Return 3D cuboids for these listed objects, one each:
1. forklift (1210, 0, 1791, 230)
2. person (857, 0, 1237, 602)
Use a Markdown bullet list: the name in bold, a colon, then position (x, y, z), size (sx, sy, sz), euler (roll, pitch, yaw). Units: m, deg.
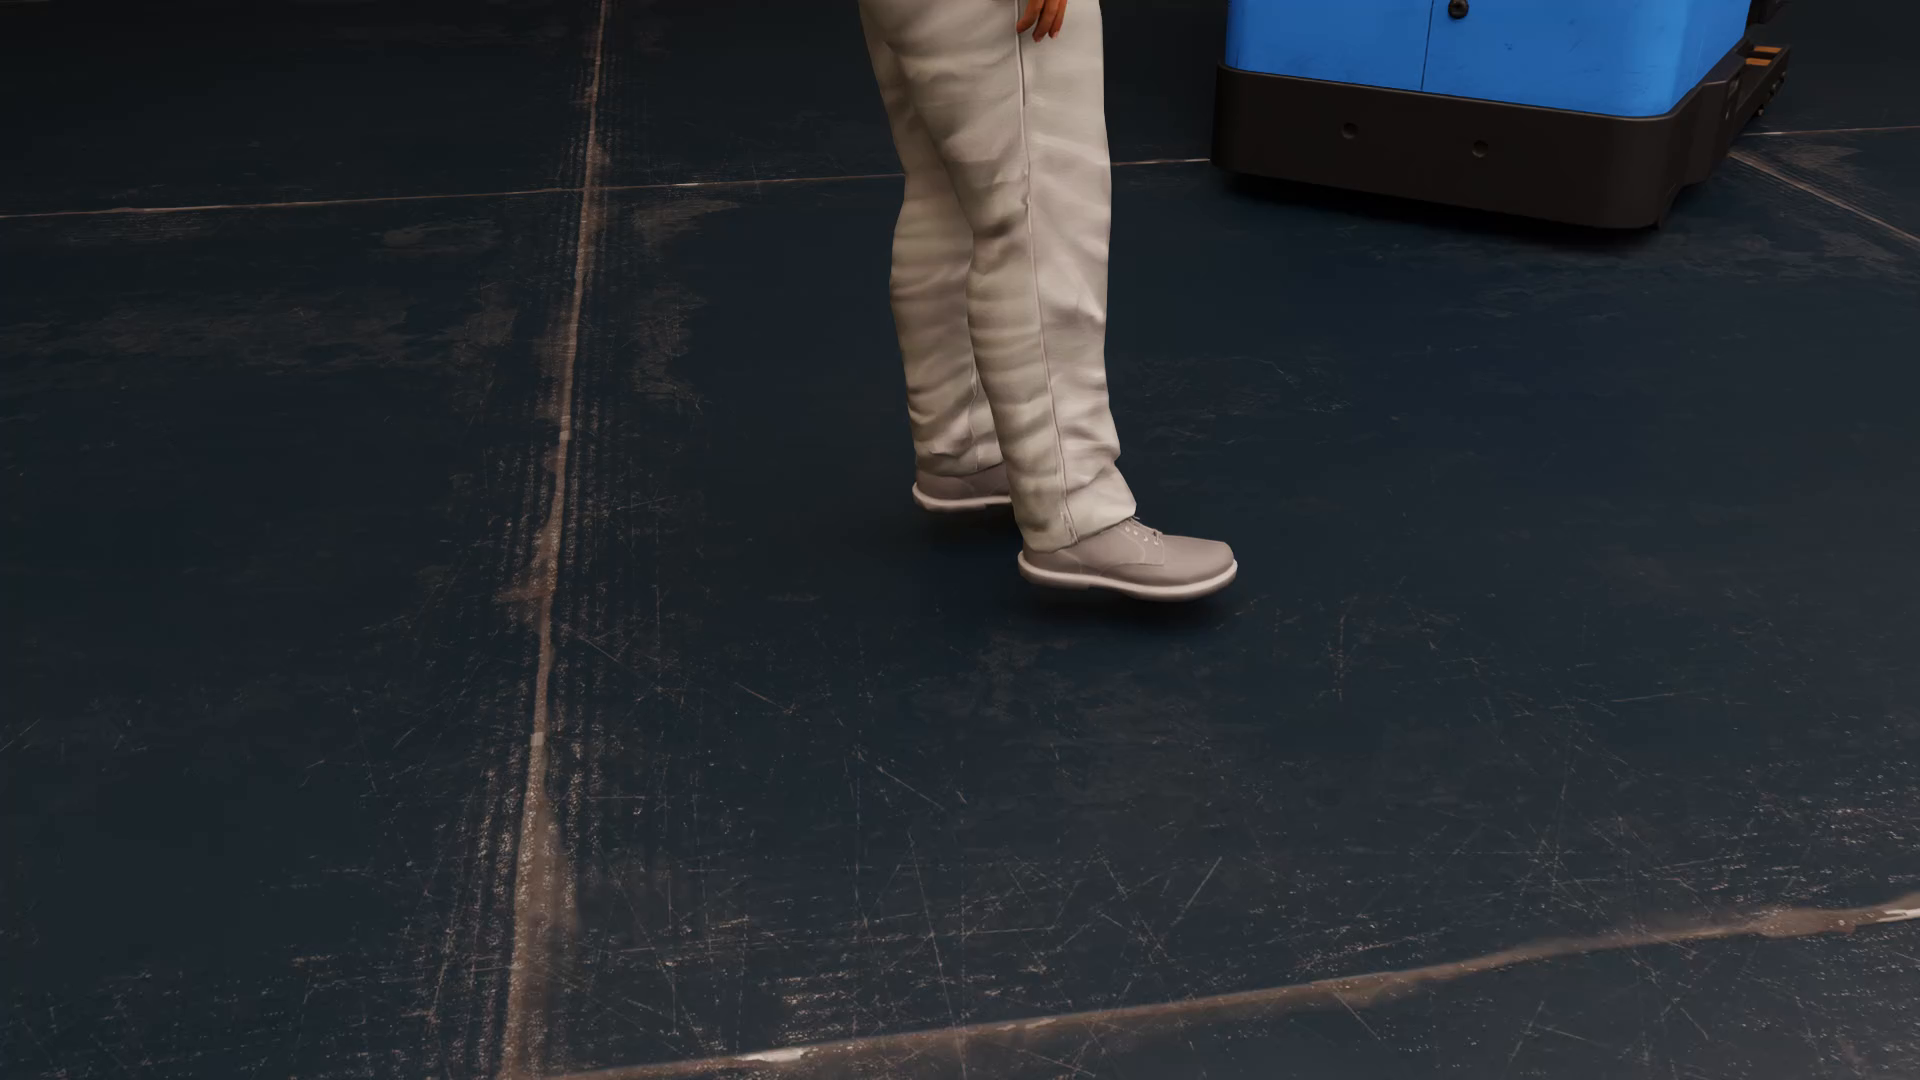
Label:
- **forklift**: position (1.815, -2.622, 4.315), size (1.130, 2.935, 3.031), euler (16, 32, 27)
- **person**: position (0.079, -0.774, 2.079), size (0.528, 1.670, 0.598), euler (-5, 28, -9)
